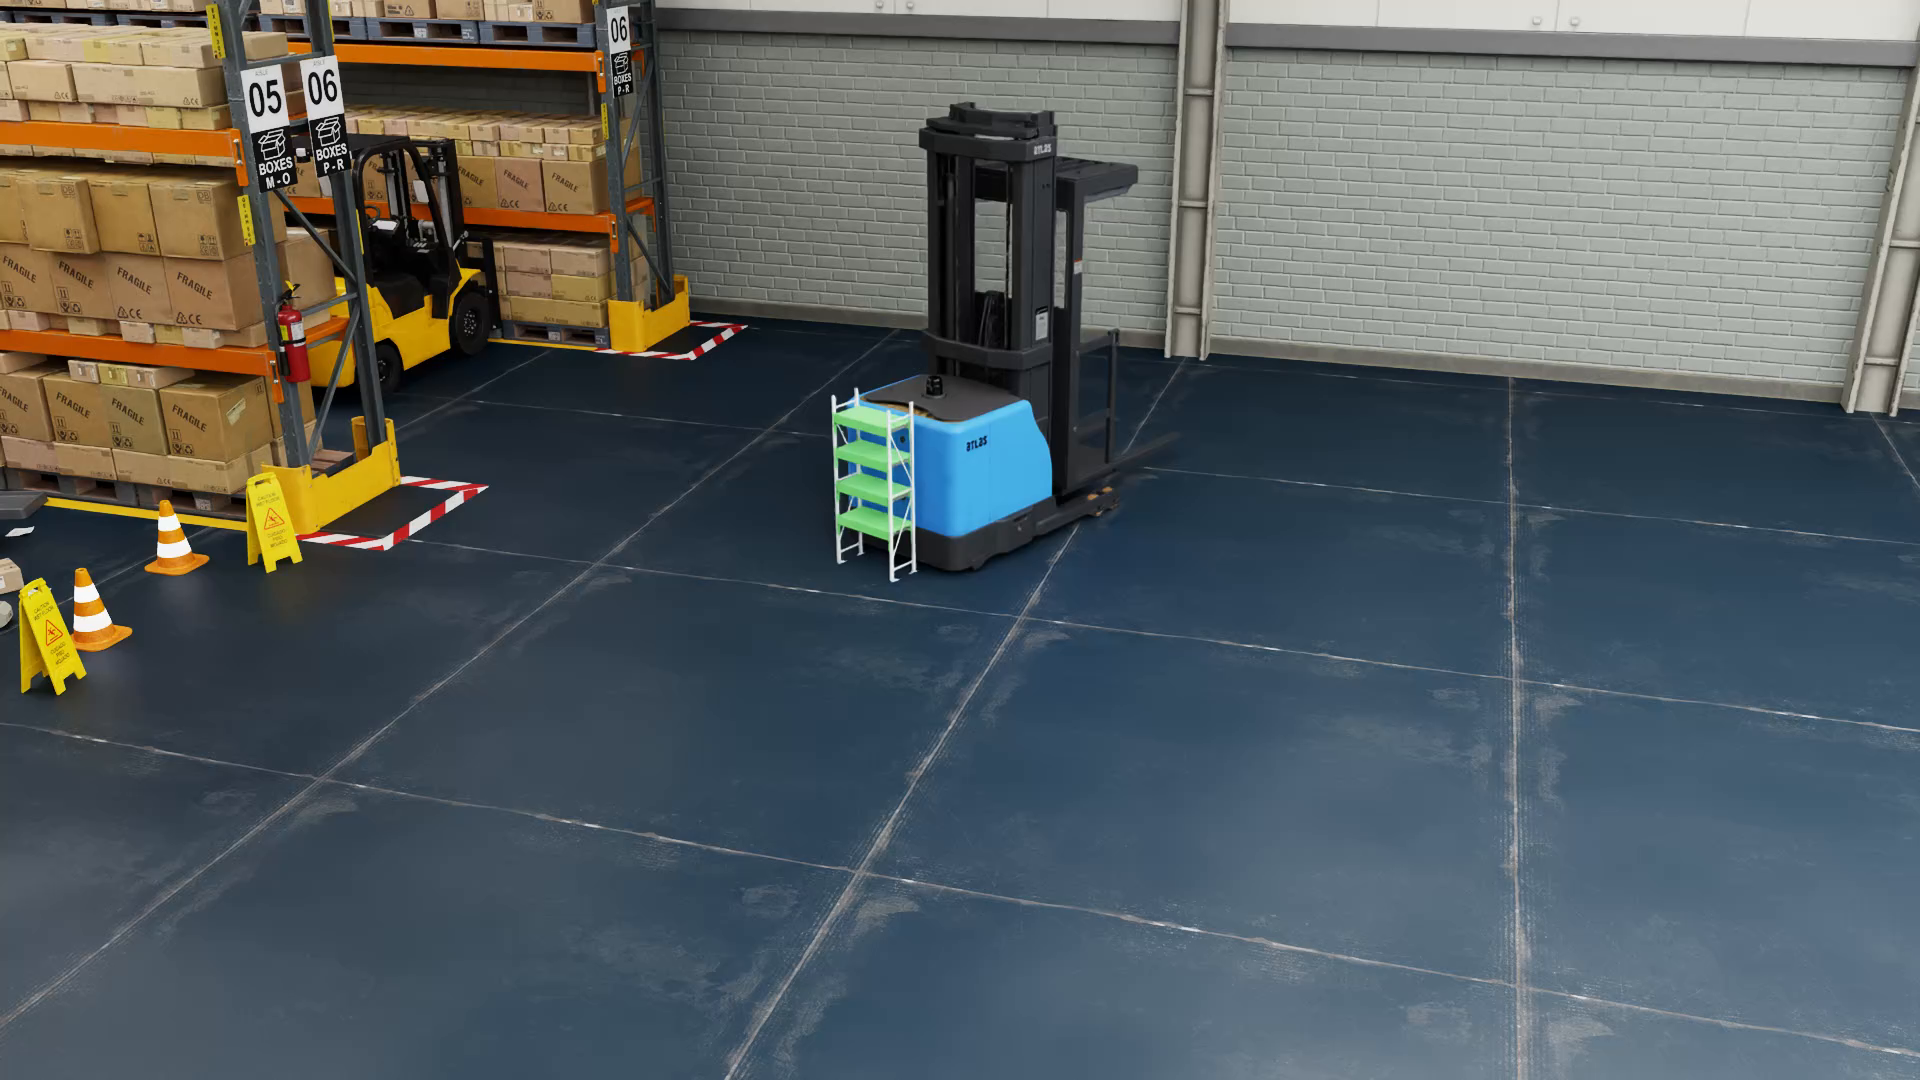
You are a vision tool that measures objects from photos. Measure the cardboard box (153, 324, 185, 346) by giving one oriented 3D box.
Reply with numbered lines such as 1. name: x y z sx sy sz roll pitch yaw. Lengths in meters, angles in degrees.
1. cardboard box: -5.495 -1.511 11.833 0.250 0.149 0.380 6 23 15

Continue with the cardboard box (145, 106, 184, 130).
1. cardboard box: -5.232 -2.865 11.181 0.250 0.149 0.380 7 23 16

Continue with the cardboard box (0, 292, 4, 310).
1. cardboard box: -7.086 -2.008 12.188 0.500 0.500 0.500 6 23 15

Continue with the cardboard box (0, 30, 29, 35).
1. cardboard box: -6.672 -3.426 11.499 0.250 0.149 0.380 7 23 17

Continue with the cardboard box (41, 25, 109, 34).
1. cardboard box: -6.291 -3.573 11.855 0.250 0.149 0.380 7 23 17

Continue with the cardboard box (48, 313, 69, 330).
1. cardboard box: -6.439 -1.663 12.202 0.250 0.149 0.380 7 23 16

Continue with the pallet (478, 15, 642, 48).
1. pallet: -3.801 -4.879 15.875 1.213 0.211 1.003 7 23 16

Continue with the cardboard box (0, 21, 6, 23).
1. cardboard box: -7.244 -3.722 12.219 0.250 0.149 0.380 7 23 17

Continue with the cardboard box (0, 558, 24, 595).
1. cardboard box: -6.399 0.268 10.920 0.380 0.149 0.250 -20 29 -39

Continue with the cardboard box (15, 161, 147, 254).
1. cardboard box: -6.114 -2.341 11.683 0.500 0.500 0.700 6 23 15

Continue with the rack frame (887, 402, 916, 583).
1. rack frame: -0.384 -0.306 10.933 0.015 1.200 0.240 18 29 36

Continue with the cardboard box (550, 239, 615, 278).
1. cardboard box: -3.662 -2.767 16.315 0.500 0.250 0.500 7 23 17

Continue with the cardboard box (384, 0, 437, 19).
1. cardboard box: -5.126 -5.308 15.983 0.637 0.503 0.797 7 23 17

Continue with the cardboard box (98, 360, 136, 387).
1. cardboard box: -6.015 -1.248 12.086 0.250 0.149 0.380 7 23 16

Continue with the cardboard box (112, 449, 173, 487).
1. cardboard box: -5.907 -0.614 12.383 0.500 0.250 0.500 7 23 16

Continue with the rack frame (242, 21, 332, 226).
1. rack frame: -6.961 -3.883 17.285 0.127 3.000 1.000 7 23 16

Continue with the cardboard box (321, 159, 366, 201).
1. cardboard box: -6.108 -3.735 16.791 0.500 0.500 0.500 7 23 16

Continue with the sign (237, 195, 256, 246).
1. sign: -4.741 -2.123 11.052 0.005 0.325 0.100 7 23 16

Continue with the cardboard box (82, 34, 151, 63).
1. cardboard box: -5.684 -3.321 11.242 0.250 0.149 0.380 7 23 16

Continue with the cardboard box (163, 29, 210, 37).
1. cardboard box: -5.310 -3.466 11.595 0.250 0.149 0.380 7 23 15

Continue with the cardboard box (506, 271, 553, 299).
1. cardboard box: -4.165 -2.597 16.560 0.500 0.250 0.500 6 23 15

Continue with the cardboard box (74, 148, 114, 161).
1. cardboard box: -8.965 -4.180 17.547 0.500 0.250 0.500 7 23 16

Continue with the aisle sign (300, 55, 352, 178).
1. aisle sign: -4.413 -2.950 11.583 0.004 0.787 0.394 7 23 16

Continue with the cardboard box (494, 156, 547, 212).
1. cardboard box: -4.172 -3.510 16.242 0.500 0.500 0.500 7 23 17

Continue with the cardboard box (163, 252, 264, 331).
1. cardboard box: -5.161 -1.784 11.644 0.500 0.500 0.500 6 23 15

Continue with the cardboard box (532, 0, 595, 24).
1. cardboard box: -3.626 -5.079 15.431 0.500 0.500 0.500 7 23 17

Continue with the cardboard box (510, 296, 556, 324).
1. cardboard box: -4.146 -2.362 16.645 0.500 0.250 0.500 7 23 15

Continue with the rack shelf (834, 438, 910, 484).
1. rack shelf: -0.572 -0.528 11.010 0.480 0.148 0.258 18 29 36

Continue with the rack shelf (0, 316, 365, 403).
1. rack shelf: -6.476 -1.527 12.489 4.000 0.370 1.077 7 23 16

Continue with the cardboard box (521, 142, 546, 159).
1. cardboard box: -4.028 -3.795 16.084 0.250 0.149 0.380 7 23 17

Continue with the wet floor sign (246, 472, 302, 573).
1. wet floor sign: -4.689 -0.142 11.266 0.232 0.644 0.267 16 27 34

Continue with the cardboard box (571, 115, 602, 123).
1. cardboard box: -3.628 -4.095 16.423 0.250 0.149 0.380 7 23 17

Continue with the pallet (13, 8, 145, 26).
1. pallet: -9.043 -5.459 17.422 1.213 0.211 1.003 8 24 18

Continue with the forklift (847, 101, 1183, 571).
1. forklift: 0.545 -1.635 11.893 1.130 2.935 3.031 18 28 36

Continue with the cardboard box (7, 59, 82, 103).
1. cardboard box: -6.109 -3.166 11.389 0.500 0.250 0.500 7 23 17

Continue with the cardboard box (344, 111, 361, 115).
1. cardboard box: -6.218 -4.204 16.688 0.250 0.149 0.380 6 23 15

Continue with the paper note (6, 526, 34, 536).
1. paper note: -6.719 -0.065 11.887 0.148 0.019 0.142 -1 22 -3

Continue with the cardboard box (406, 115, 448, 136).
1. cardboard box: -5.241 -4.091 16.413 0.250 0.149 0.380 7 23 16

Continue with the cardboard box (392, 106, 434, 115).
1. cardboard box: -5.582 -4.335 17.007 0.250 0.149 0.380 6 23 15

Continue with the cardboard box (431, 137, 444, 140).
1. cardboard box: -4.992 -3.919 16.386 0.250 0.149 0.380 6 23 15

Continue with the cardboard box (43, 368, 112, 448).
1. cardboard box: -6.386 -1.017 12.378 0.500 0.500 0.500 6 23 14

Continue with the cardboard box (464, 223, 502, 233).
1. cardboard box: -4.981 -3.122 17.181 0.500 0.250 0.500 6 23 14

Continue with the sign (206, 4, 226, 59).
1. sign: -4.741 -3.239 10.594 0.005 0.325 0.100 7 23 16

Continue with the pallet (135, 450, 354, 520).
1. pallet: -5.402 -0.461 12.616 1.213 0.211 1.003 7 23 16

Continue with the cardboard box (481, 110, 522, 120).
1. cardboard box: -4.604 -4.225 16.739 0.250 0.149 0.380 6 23 14

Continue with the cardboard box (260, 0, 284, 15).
1. cardboard box: -6.619 -5.236 16.275 0.250 0.149 0.380 7 23 17

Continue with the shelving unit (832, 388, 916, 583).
1. shelving unit: -0.571 -0.366 11.078 0.503 1.200 0.258 18 29 36

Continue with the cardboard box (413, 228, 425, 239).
1. cardboard box: -5.622 -2.991 16.861 0.500 0.250 0.500 7 23 17

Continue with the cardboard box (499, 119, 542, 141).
1. cardboard box: -4.256 -3.980 16.143 0.250 0.149 0.380 7 23 16

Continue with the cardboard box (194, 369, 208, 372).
1. cardboard box: -5.779 -1.157 12.720 0.500 0.500 0.500 6 23 14

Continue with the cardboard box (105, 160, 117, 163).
1. cardboard box: -8.965 -3.947 17.637 0.500 0.250 0.500 7 23 17

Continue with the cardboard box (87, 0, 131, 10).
1. cardboard box: -8.459 -5.545 16.816 0.500 0.311 0.500 6 23 14

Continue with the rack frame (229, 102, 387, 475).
1. rack frame: -4.562 -1.641 11.818 0.127 3.000 1.000 7 23 16

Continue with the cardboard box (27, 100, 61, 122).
1. cardboard box: -6.202 -3.001 11.511 0.250 0.149 0.380 6 23 14
